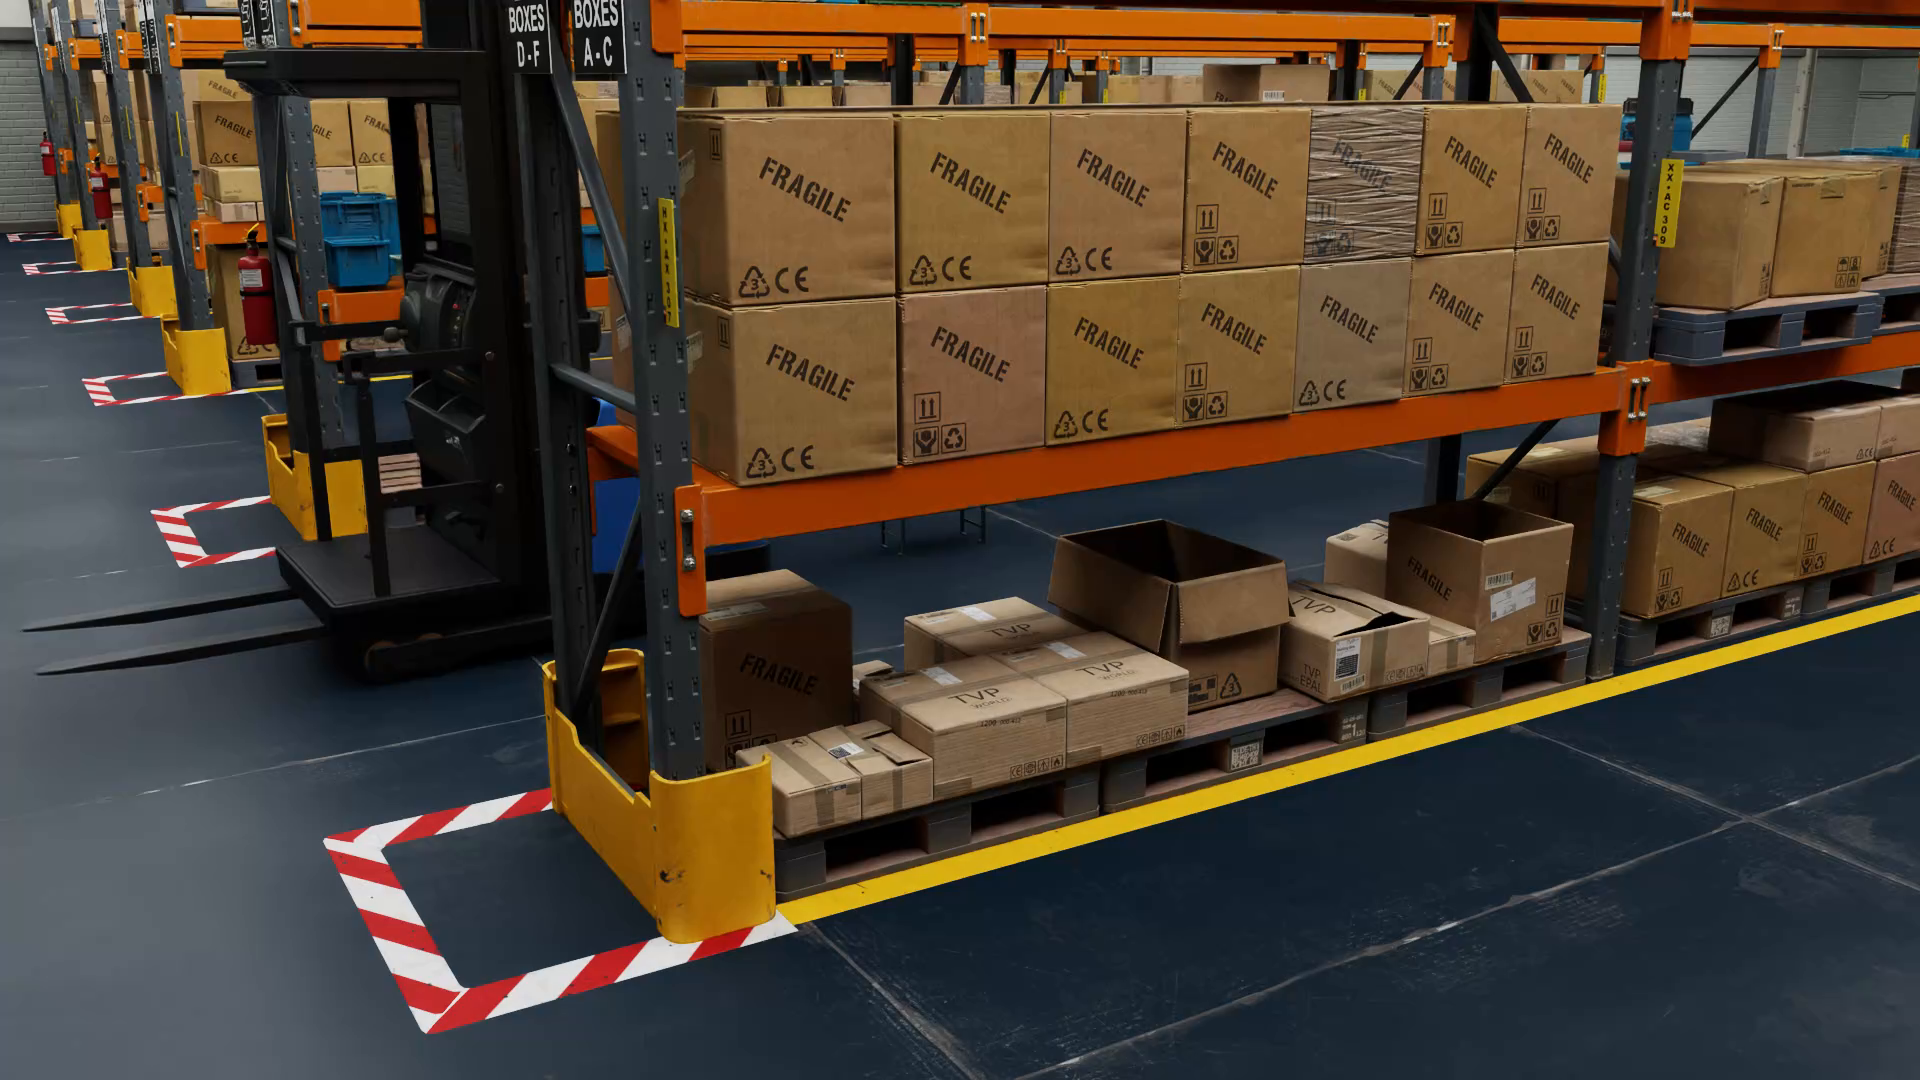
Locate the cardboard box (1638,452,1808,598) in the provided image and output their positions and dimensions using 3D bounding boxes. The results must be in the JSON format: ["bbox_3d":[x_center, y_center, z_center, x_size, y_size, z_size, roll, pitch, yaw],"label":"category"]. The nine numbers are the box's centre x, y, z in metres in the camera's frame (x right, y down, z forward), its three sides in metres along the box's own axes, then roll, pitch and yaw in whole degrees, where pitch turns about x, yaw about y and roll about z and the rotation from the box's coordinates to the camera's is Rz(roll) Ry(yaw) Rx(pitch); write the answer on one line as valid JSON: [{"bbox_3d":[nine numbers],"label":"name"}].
[{"bbox_3d":[3.384,-0.078,7.448,0.500,0.500,0.500,-9,18,-29],"label":"cardboard box"}]

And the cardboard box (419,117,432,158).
[{"bbox_3d":[-5.889,-4.423,18.396,0.500,0.500,0.500,-10,18,-31],"label":"cardboard box"}]

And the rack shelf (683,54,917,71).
[{"bbox_3d":[-2.666,-7.500,25.883,4.000,0.370,1.077,-9,18,-30],"label":"rack shelf"}]

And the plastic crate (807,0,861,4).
[{"bbox_3d":[-0.771,-3.292,9.850,0.300,0.233,0.416,-9,18,-30],"label":"plastic crate"}]

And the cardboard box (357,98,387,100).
[{"bbox_3d":[-6.324,-4.841,18.032,0.500,0.500,0.500,-9,18,-28],"label":"cardboard box"}]

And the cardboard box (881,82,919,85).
[{"bbox_3d":[-0.922,-5.653,21.481,0.500,0.500,0.700,-10,18,-31],"label":"cardboard box"}]

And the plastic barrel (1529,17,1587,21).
[{"bbox_3d":[4.650,-4.491,13.021,0.708,0.830,0.600,-9,18,-30],"label":"plastic barrel"}]

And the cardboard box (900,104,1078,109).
[{"bbox_3d":[0.078,-1.225,5.685,0.500,0.500,0.500,-9,18,-28],"label":"cardboard box"}]

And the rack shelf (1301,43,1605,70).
[{"bbox_3d":[5.866,-5.763,19.687,4.000,0.370,1.077,-9,18,-30],"label":"rack shelf"}]

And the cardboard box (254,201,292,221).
[{"bbox_3d":[-5.441,-2.607,13.118,0.250,0.149,0.380,-10,18,-31],"label":"cardboard box"}]

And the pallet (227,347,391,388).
[{"bbox_3d":[-5.490,-1.505,13.889,1.213,0.211,1.003,-9,18,-30],"label":"pallet"}]

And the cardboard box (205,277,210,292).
[{"bbox_3d":[-7.988,-2.709,17.520,0.250,0.149,0.380,-9,18,-29],"label":"cardboard box"}]

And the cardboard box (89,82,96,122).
[{"bbox_3d":[-10.948,-5.663,21.519,0.500,0.500,0.500,-9,18,-28],"label":"cardboard box"}]

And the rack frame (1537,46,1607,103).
[{"bbox_3d":[7.580,-4.943,20.986,0.127,3.000,1.000,-9,18,-30],"label":"rack frame"}]

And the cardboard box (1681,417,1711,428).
[{"bbox_3d":[3.961,-0.333,8.357,0.500,0.500,0.500,-10,18,-32],"label":"cardboard box"}]

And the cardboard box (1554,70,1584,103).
[{"bbox_3d":[7.236,-5.482,20.321,0.500,0.500,0.500,-9,18,-30],"label":"cardboard box"}]

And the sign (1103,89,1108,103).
[{"bbox_3d":[1.972,-5.944,22.558,0.005,0.325,0.100,-9,18,-30],"label":"sign"}]

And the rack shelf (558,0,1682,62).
[{"bbox_3d":[0.678,-1.802,5.558,4.000,0.370,1.077,-9,18,-30],"label":"rack shelf"}]

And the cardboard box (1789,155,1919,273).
[{"bbox_3d":[4.457,-1.592,8.069,0.500,0.500,0.700,-6,17,-19],"label":"cardboard box"}]

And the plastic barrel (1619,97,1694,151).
[{"bbox_3d":[6.215,-3.499,14.905,0.708,0.901,0.600,-9,18,-30],"label":"plastic barrel"}]

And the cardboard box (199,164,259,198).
[{"bbox_3d":[-5.856,-2.919,13.491,0.500,0.250,0.500,-10,18,-31],"label":"cardboard box"}]

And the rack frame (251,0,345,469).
[{"bbox_3d":[-3.584,-1.573,8.964,0.127,3.000,1.000,-9,18,-30],"label":"rack frame"}]

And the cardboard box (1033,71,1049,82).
[{"bbox_3d":[1.329,-7.624,27.961,0.500,0.500,0.700,-9,18,-30],"label":"cardboard box"}]

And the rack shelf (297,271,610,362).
[{"bbox_3d":[-1.869,-1.505,10.053,4.000,0.370,1.077,-9,18,-30],"label":"rack shelf"}]

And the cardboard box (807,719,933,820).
[{"bbox_3d":[-0.286,0.713,5.245,0.250,0.166,0.380,-9,18,-30],"label":"cardboard box"}]

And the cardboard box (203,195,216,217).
[{"bbox_3d":[-5.999,-2.724,13.534,0.250,0.149,0.380,-9,18,-29],"label":"cardboard box"}]

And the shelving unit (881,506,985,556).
[{"bbox_3d":[-0.142,-0.555,8.666,0.503,1.200,0.258,-9,18,-30],"label":"shelving unit"}]

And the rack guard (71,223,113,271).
[{"bbox_3d":[-11.259,-3.805,21.557,0.348,0.500,1.175,-9,18,-30],"label":"rack guard"}]

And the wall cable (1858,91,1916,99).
[{"bbox_3d":[27.778,-14.163,48.515,0.112,2.526,3.097,-9,18,-30],"label":"wall cable"}]

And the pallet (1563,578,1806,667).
[{"bbox_3d":[3.070,0.238,7.668,1.213,0.211,1.003,-9,18,-30],"label":"pallet"}]

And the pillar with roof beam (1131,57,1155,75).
[{"bbox_3d":[6.216,-11.222,32.272,0.400,9.000,9.100,-9,18,-30],"label":"pillar with roof beam"}]

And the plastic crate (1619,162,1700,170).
[{"bbox_3d":[5.917,-3.008,14.113,0.575,0.384,0.392,-9,18,-30],"label":"plastic crate"}]

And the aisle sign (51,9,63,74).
[{"bbox_3d":[-11.460,-6.325,21.101,0.004,0.787,0.394,-9,18,-30],"label":"aisle sign"}]

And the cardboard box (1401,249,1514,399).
[{"bbox_3d":[1.655,-0.830,6.127,0.500,0.500,0.500,-9,18,-28],"label":"cardboard box"}]

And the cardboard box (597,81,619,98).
[{"bbox_3d":[-5.125,-6.448,24.317,0.500,0.500,0.500,-9,18,-29],"label":"cardboard box"}]

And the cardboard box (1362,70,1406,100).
[{"bbox_3d":[4.668,-5.064,18.827,0.500,0.500,0.500,-9,18,-30],"label":"cardboard box"}]

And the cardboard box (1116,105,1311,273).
[{"bbox_3d":[0.791,-1.170,5.490,0.500,0.500,0.500,-9,18,-30],"label":"cardboard box"}]

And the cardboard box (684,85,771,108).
[{"bbox_3d":[-2.163,-3.897,15.210,0.637,0.503,0.797,-10,18,-31],"label":"cardboard box"}]

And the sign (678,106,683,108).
[{"bbox_3d":[-2.419,-3.602,14.451,0.005,0.325,0.100,-9,18,-30],"label":"sign"}]

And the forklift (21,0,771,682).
[{"bbox_3d":[-2.397,-0.989,7.007,3.031,2.935,1.130,-10,19,-32],"label":"forklift"}]

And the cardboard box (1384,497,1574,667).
[{"bbox_3d":[2.050,0.154,6.619,0.500,0.500,0.500,-9,18,-30],"label":"cardboard box"}]

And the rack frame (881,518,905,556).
[{"bbox_3d":[-0.351,-0.521,8.545,0.015,1.200,0.240,-9,18,-30],"label":"rack frame"}]

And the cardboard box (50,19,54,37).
[{"bbox_3d":[-13.557,-7.800,25.347,0.500,0.250,0.500,-10,18,-31],"label":"cardboard box"}]

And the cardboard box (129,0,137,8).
[{"bbox_3d":[-8.084,-5.496,16.752,0.500,0.250,0.500,-9,18,-29],"label":"cardboard box"}]

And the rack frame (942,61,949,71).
[{"bbox_3d":[-0.083,-8.384,33.261,0.127,3.000,1.000,-9,18,-30],"label":"rack frame"}]

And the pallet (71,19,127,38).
[{"bbox_3d":[-10.608,-6.519,21.215,1.213,0.211,1.003,-9,18,-30],"label":"pallet"}]

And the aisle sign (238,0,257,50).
[{"bbox_3d":[-3.796,-2.883,8.819,0.004,0.787,0.394,-9,18,-30],"label":"aisle sign"}]

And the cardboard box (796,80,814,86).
[{"bbox_3d":[-2.416,-7.227,26.419,0.250,0.149,0.380,-8,18,-27],"label":"cardboard box"}]

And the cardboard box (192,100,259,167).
[{"bbox_3d":[-5.852,-3.280,13.389,0.500,0.500,0.500,-9,18,-29],"label":"cardboard box"}]

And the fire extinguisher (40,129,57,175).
[{"bbox_3d":[-13.686,-5.815,24.933,0.183,0.674,0.296,-9,18,-30],"label":"fire extinguisher"}]

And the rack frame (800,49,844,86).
[{"bbox_3d":[-1.745,-4.993,21.163,0.127,3.000,1.000,-9,18,-30],"label":"rack frame"}]

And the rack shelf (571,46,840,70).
[{"bbox_3d":[-3.459,-5.813,19.863,4.000,0.370,1.077,-9,18,-30],"label":"rack shelf"}]

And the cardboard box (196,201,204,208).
[{"bbox_3d":[-11.967,-5.382,26.404,0.500,0.500,0.500,-9,18,-29],"label":"cardboard box"}]
